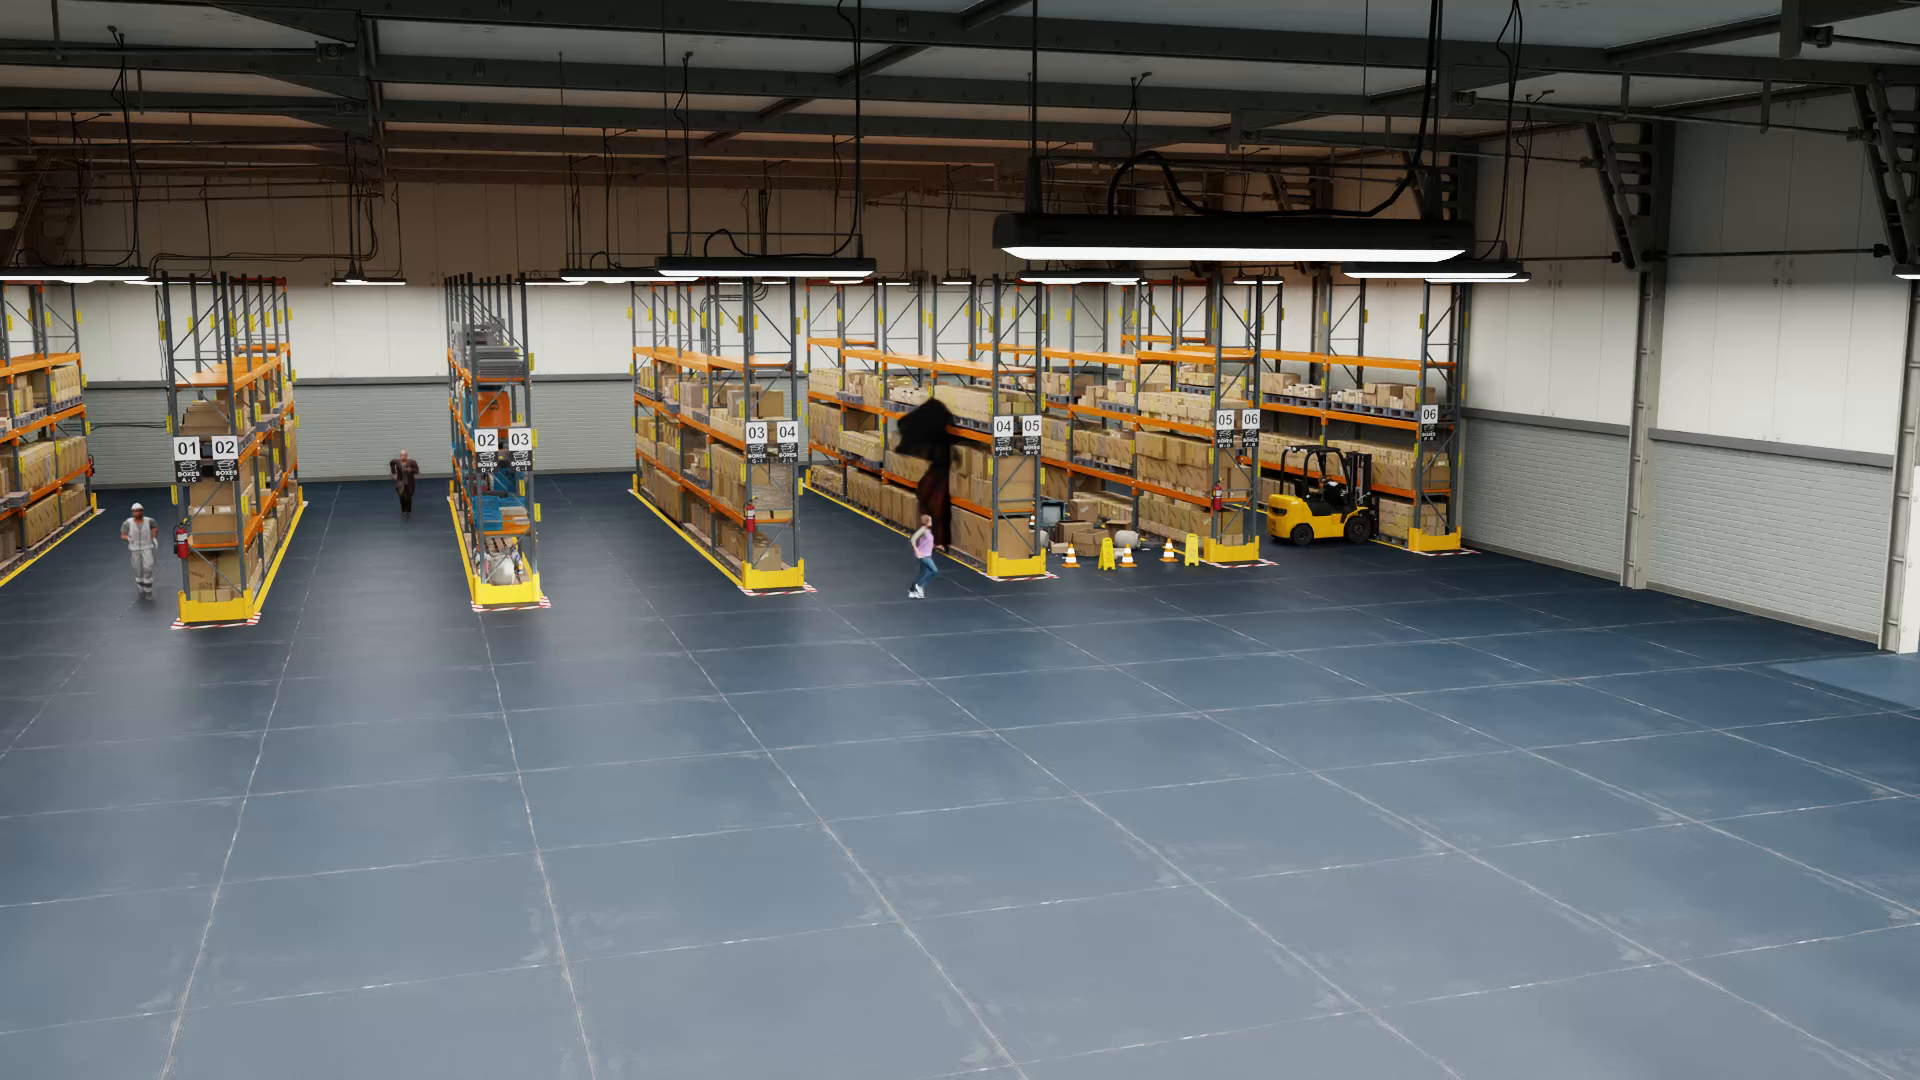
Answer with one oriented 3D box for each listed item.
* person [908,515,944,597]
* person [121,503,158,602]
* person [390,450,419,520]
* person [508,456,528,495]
[{"bbox_3d":[-0.633,0.302,30.817,0.690,1.554,0.509,2,9,12],"label":"person"},{"bbox_3d":[-15.147,0.222,30.729,0.589,1.830,0.835,-3,9,-20],"label":"person"},{"bbox_3d":[-13.828,-1.385,41.451,0.691,1.735,0.960,-3,9,-17],"label":"person"},{"bbox_3d":[-12.298,-2.094,46.329,0.620,1.698,0.679,4,9,22],"label":"person"}]
